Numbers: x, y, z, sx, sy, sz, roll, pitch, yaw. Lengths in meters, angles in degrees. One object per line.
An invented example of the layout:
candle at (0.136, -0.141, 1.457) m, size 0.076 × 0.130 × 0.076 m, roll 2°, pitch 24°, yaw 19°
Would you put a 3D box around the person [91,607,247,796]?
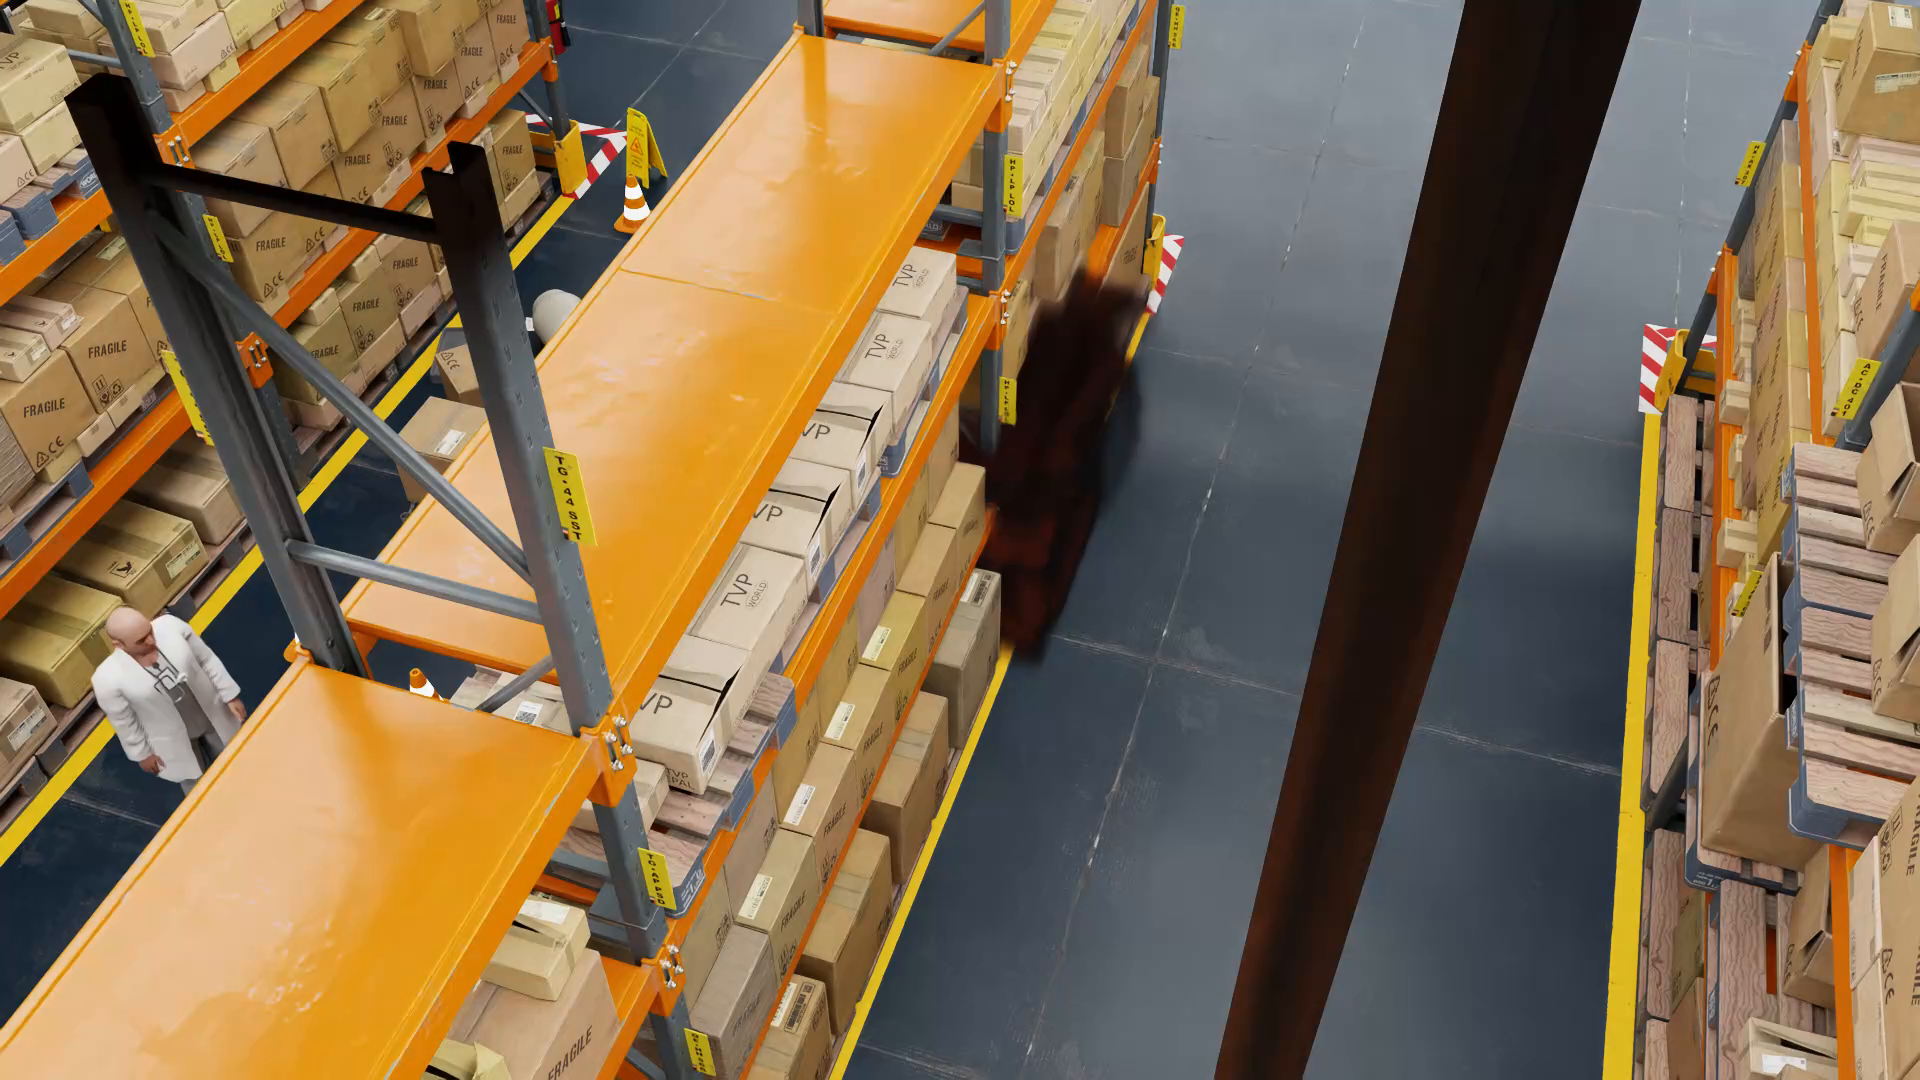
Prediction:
person at (-3.963, 0.965, 8.538) m, size 0.417 × 1.793 × 0.600 m, roll 27°, pitch 52°, yaw 24°
